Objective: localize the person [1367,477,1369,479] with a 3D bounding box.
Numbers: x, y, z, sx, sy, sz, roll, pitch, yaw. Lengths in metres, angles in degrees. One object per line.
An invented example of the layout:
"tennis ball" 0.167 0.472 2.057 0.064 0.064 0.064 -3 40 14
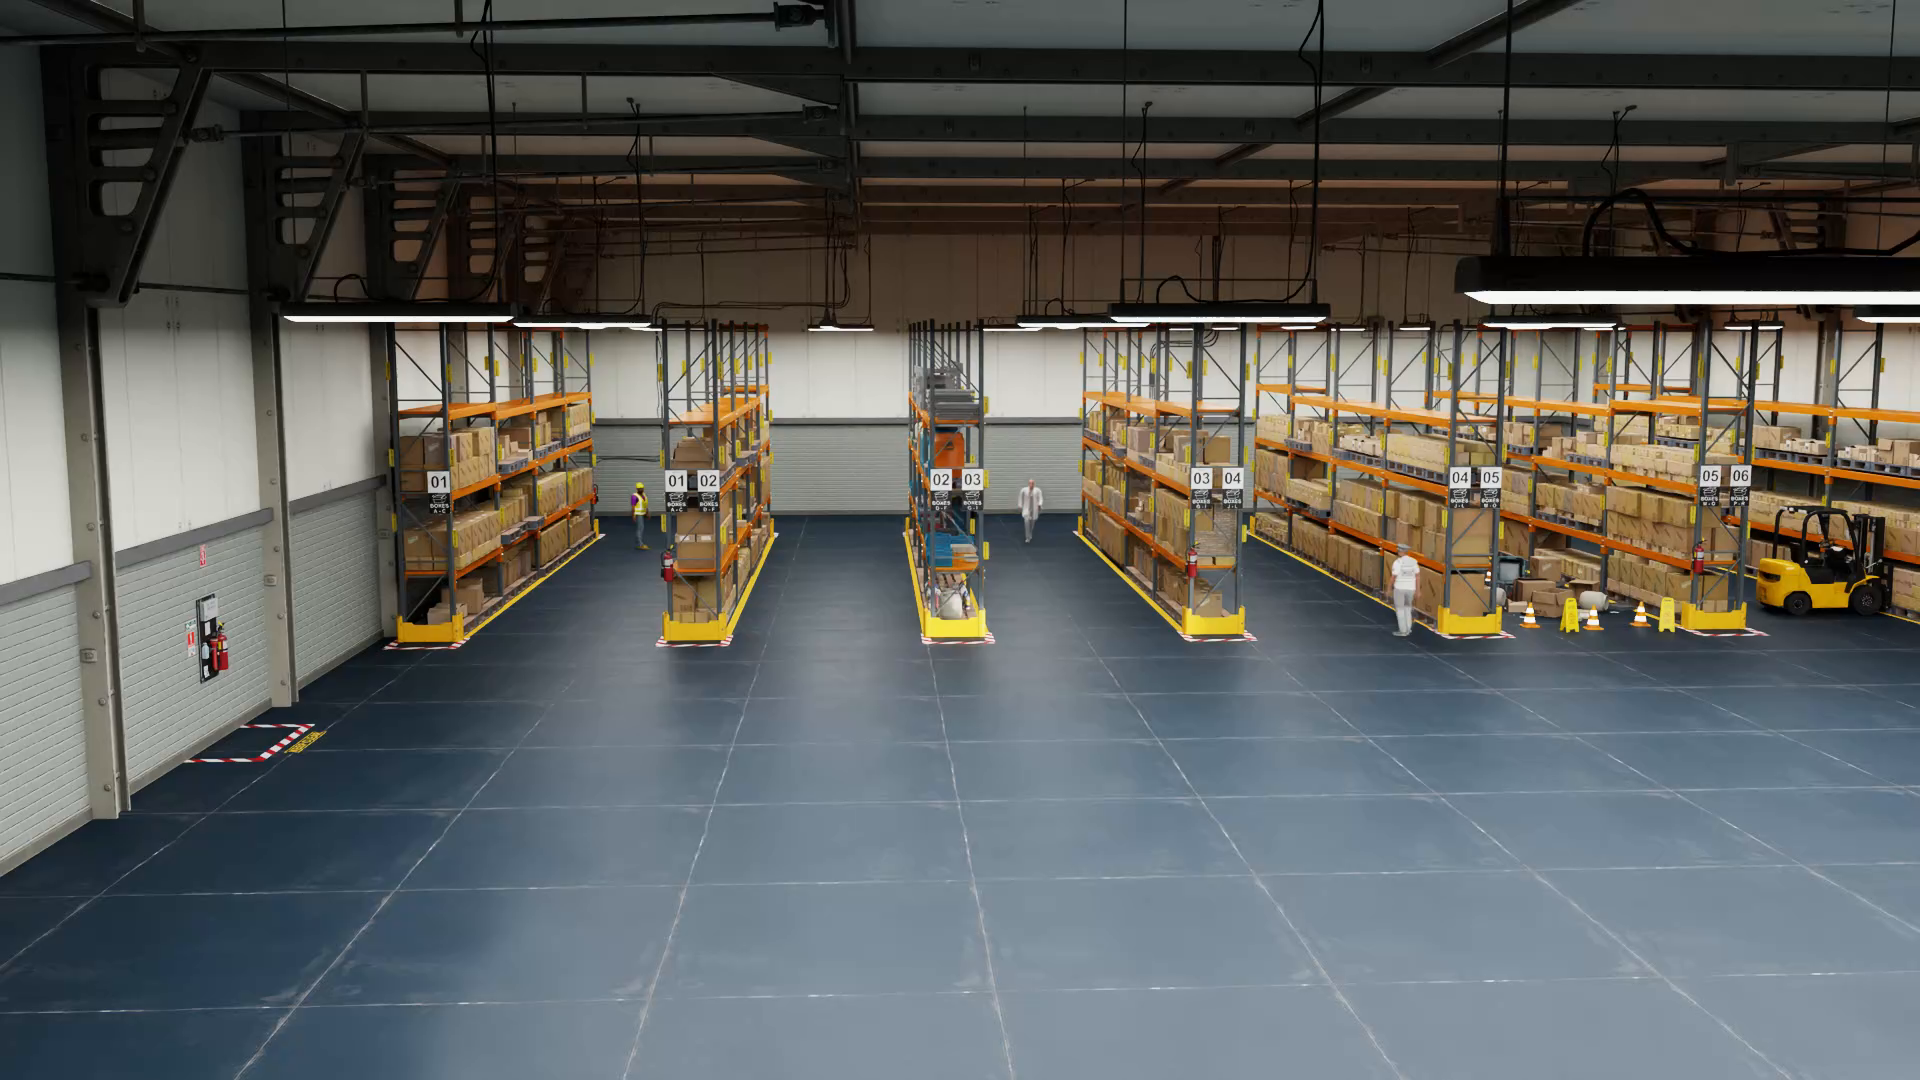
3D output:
"person" 11.591 -0.938 47.007 0.449 1.720 0.564 0 7 -3

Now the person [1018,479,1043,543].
"person" 1.971 -0.804 46.223 0.659 1.812 0.935 0 7 -4

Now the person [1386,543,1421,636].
"person" 8.454 0.995 31.579 0.647 1.843 0.558 -1 7 -6

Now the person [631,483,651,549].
"person" -8.535 -0.662 44.664 0.484 1.771 0.603 1 7 9
